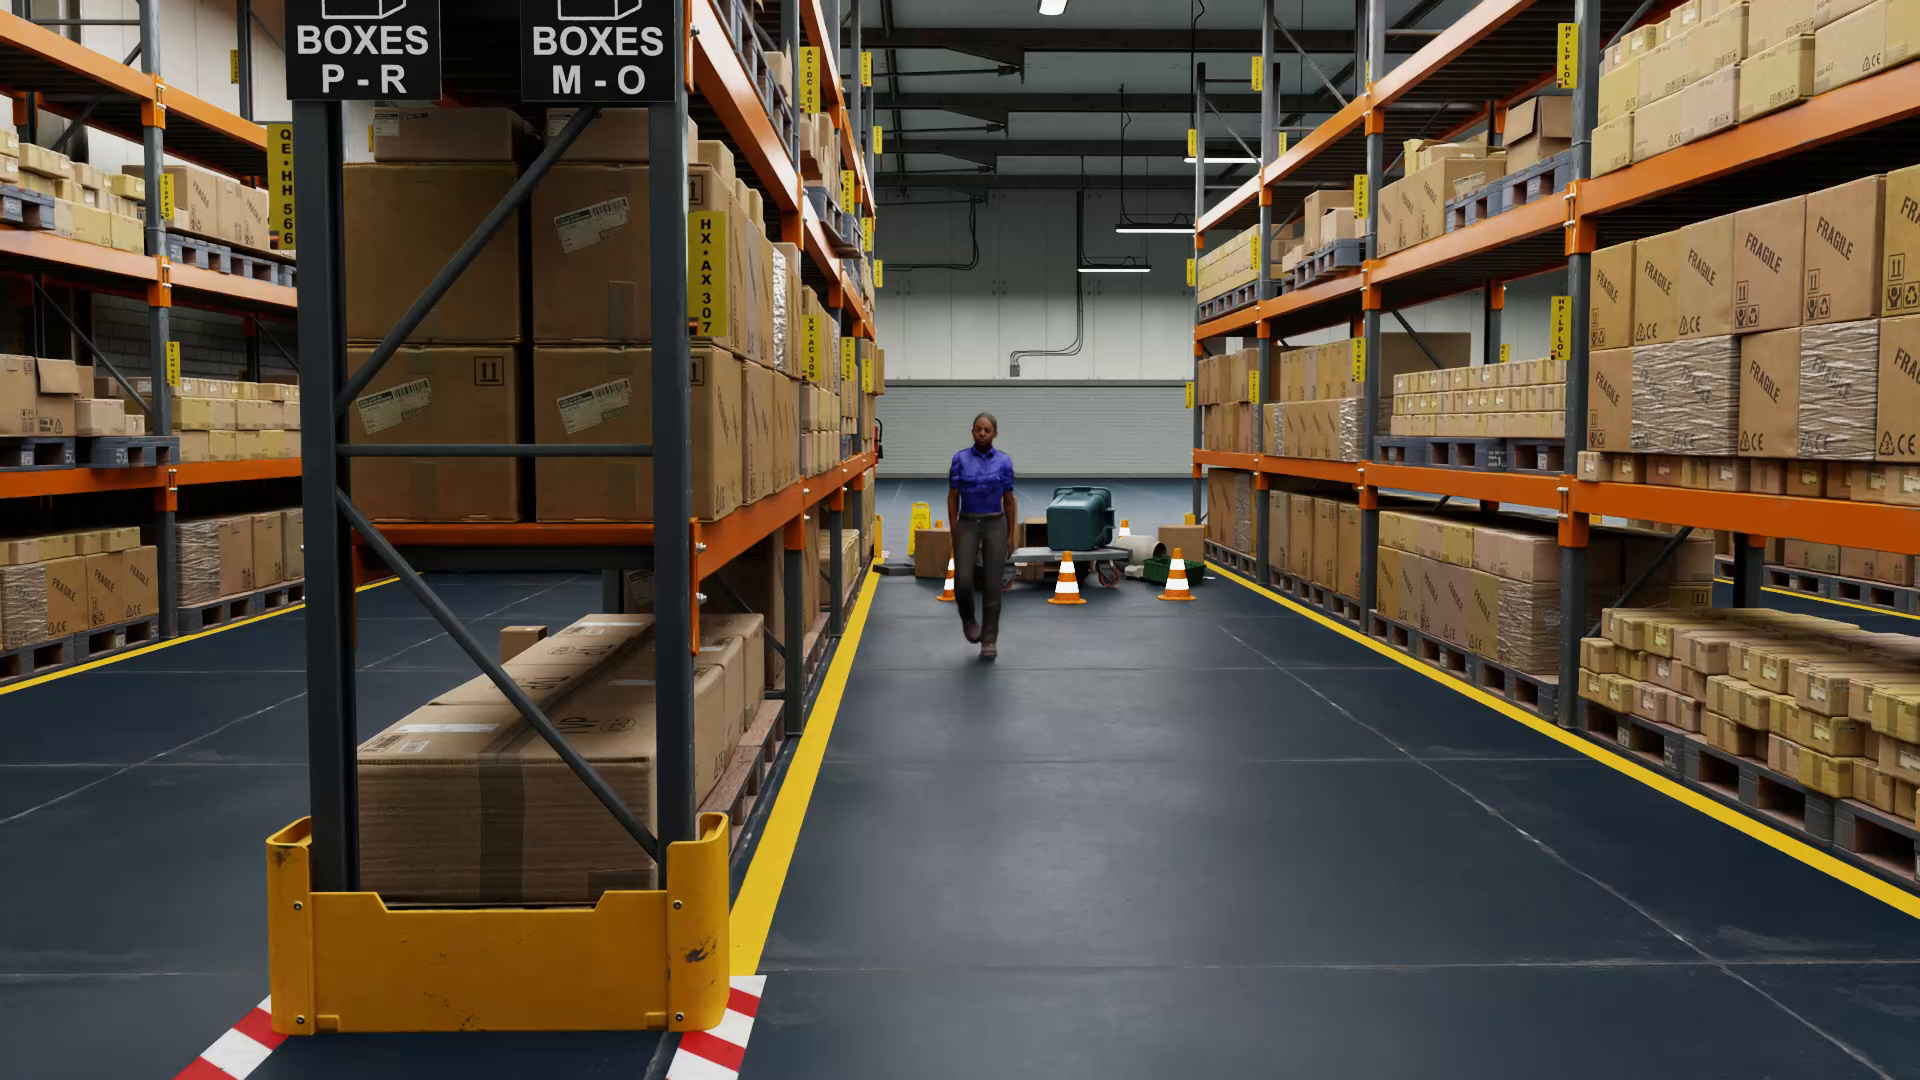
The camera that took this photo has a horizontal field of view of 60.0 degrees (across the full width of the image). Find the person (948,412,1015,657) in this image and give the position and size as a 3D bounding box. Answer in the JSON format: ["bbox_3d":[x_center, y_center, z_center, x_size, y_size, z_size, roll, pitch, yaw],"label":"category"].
[{"bbox_3d":[0.146,-0.033,11.359,0.461,1.630,0.489,0,4,-1],"label":"person"}]
